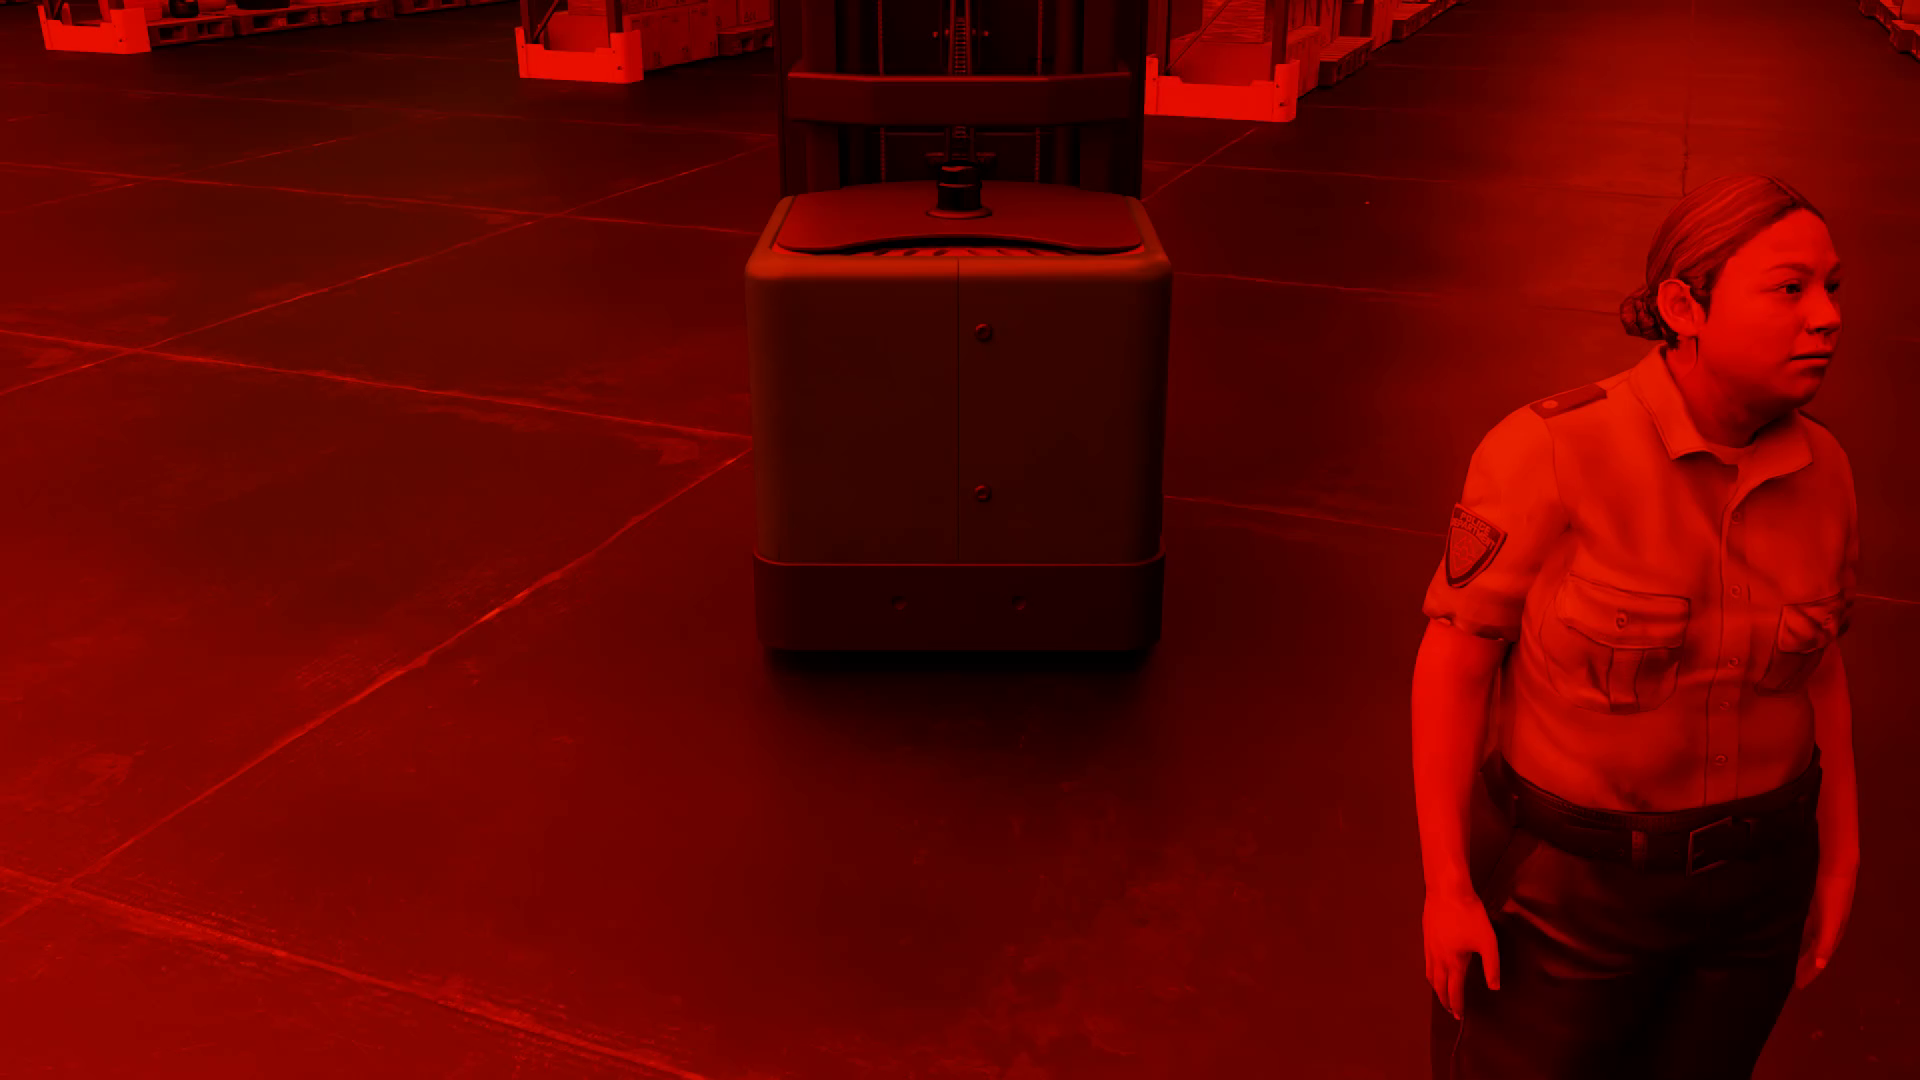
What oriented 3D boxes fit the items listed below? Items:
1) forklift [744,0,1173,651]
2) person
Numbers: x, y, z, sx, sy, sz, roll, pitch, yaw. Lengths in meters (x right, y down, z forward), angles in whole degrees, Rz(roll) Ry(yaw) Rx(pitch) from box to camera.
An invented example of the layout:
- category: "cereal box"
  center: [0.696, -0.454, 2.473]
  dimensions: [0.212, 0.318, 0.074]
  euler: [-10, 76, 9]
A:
- category: "forklift"
  center: [0.002, -1.587, 5.089]
  dimensions: [1.130, 2.935, 3.031]
  euler: [0, 23, 0]
- category: "person"
  center: [0.786, 0.445, 1.876]
  dimensions: [0.598, 1.651, 0.502]
  euler: [-5, 23, -12]
